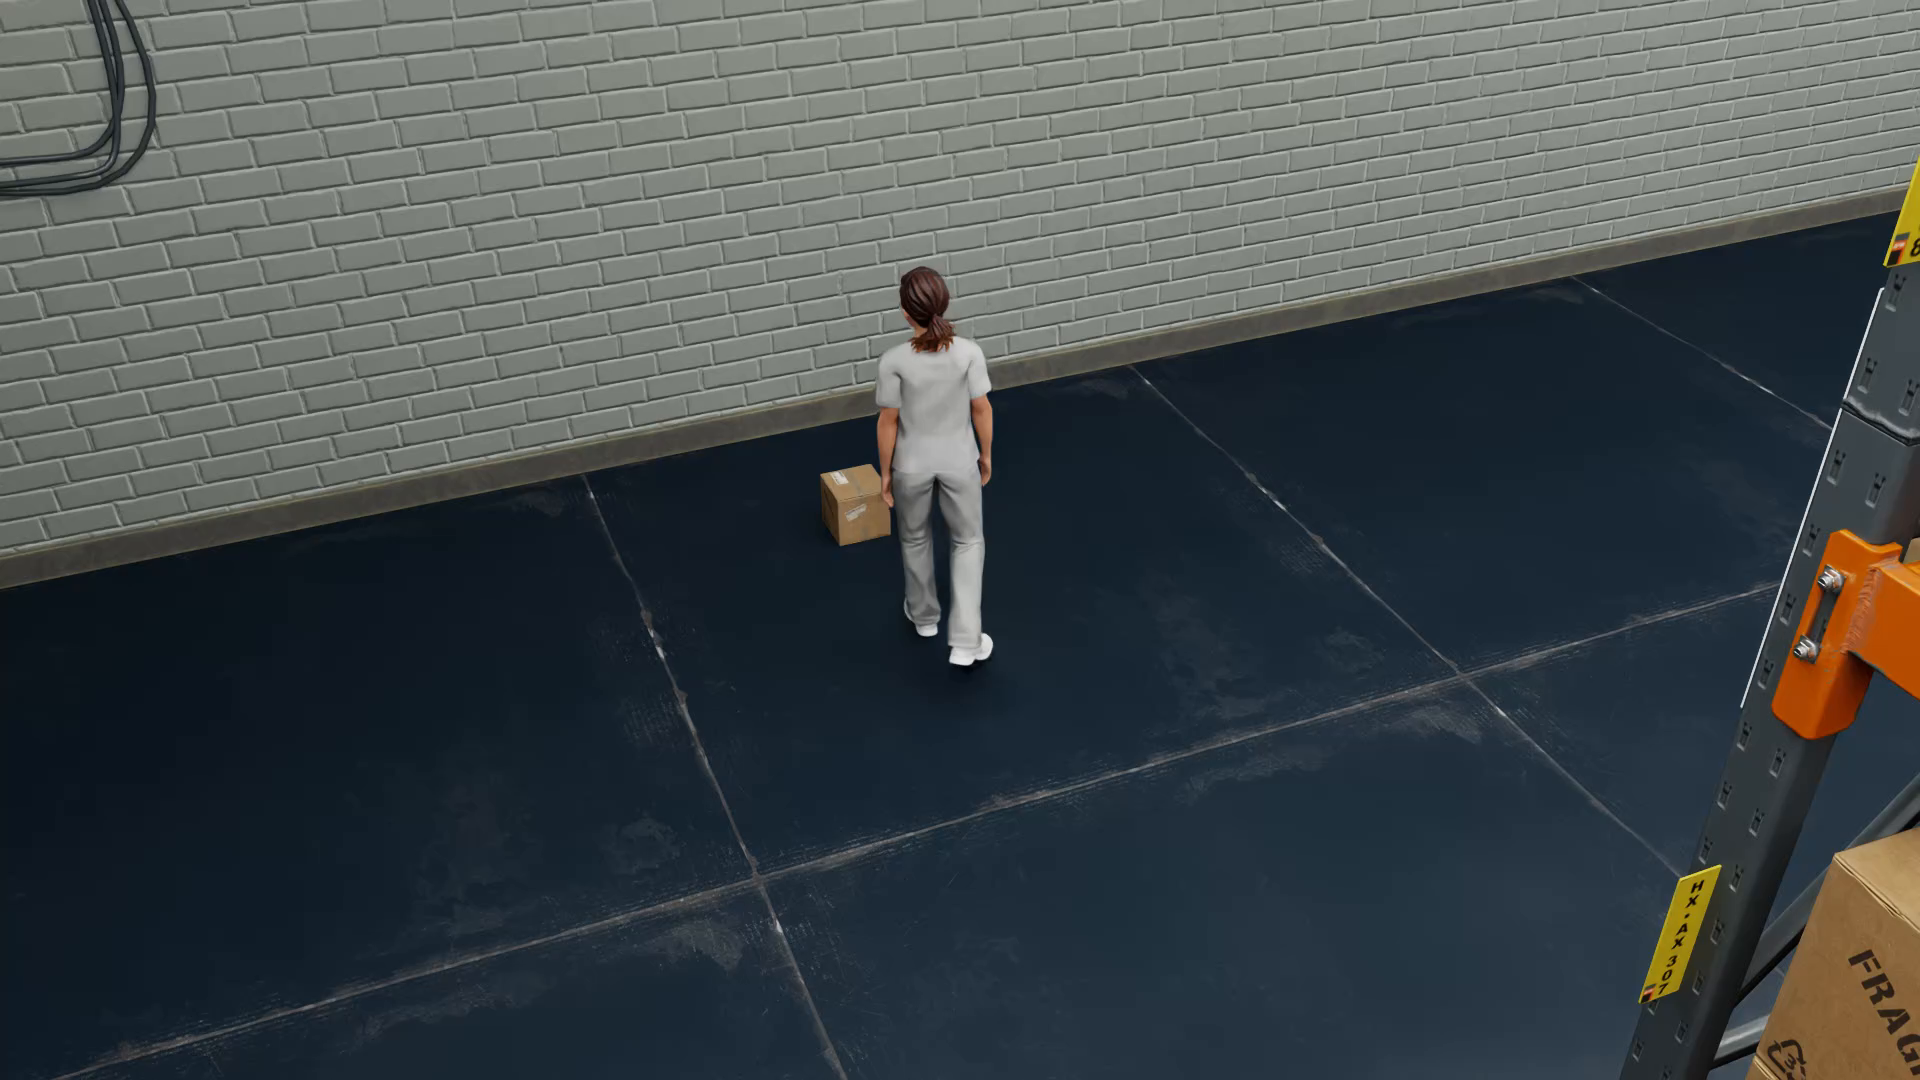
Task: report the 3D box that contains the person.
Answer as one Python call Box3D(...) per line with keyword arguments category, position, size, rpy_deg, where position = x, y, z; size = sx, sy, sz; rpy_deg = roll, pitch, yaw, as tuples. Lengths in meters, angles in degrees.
Box3D(category="person", position=(-0.093, -0.256, 6.525), size=(0.460, 1.678, 0.681), rpy_deg=(-4, 34, -5))
